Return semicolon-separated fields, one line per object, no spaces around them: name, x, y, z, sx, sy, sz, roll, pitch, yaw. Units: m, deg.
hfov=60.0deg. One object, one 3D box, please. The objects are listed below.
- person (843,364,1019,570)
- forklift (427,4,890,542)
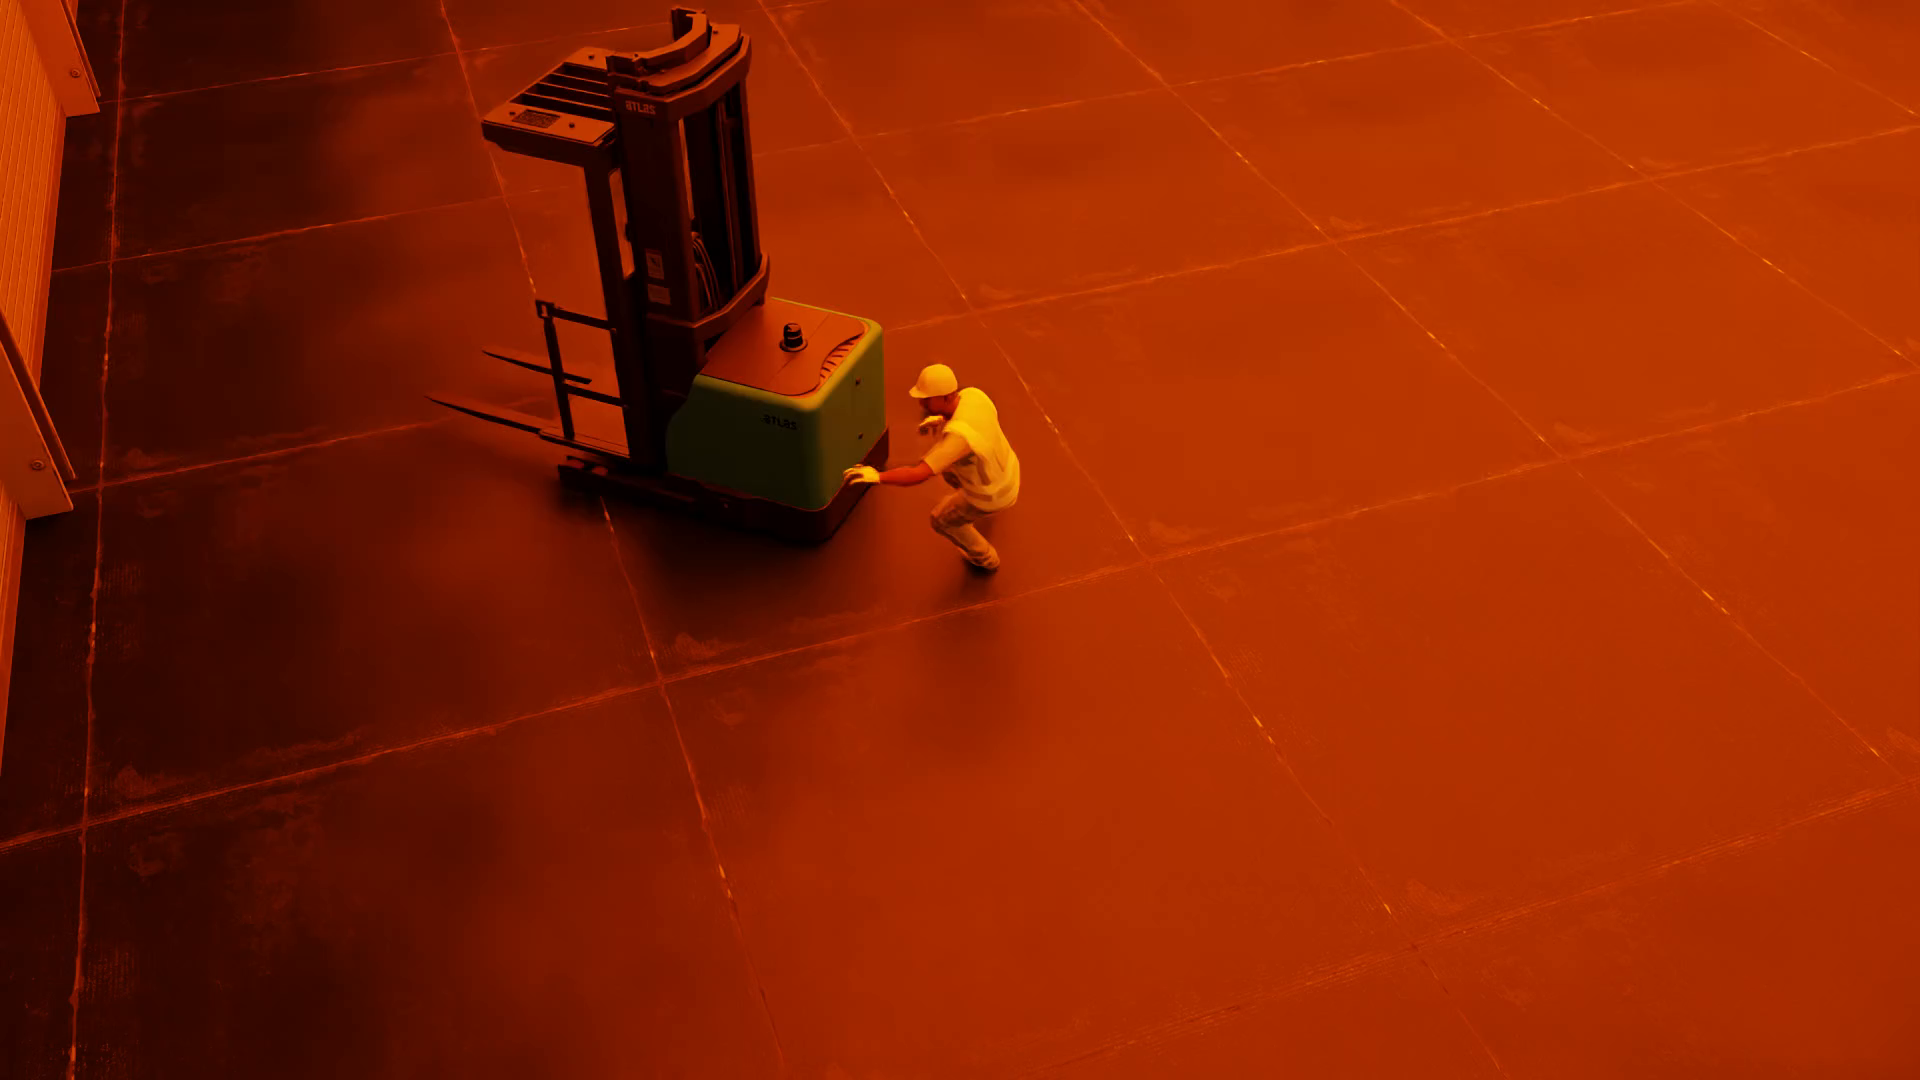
person;-0.099;-0.472;9.674;0.931;1.530;1.308;5;40;6
forklift;-2.025;-1.725;10.051;3.031;2.935;1.130;15;42;17
